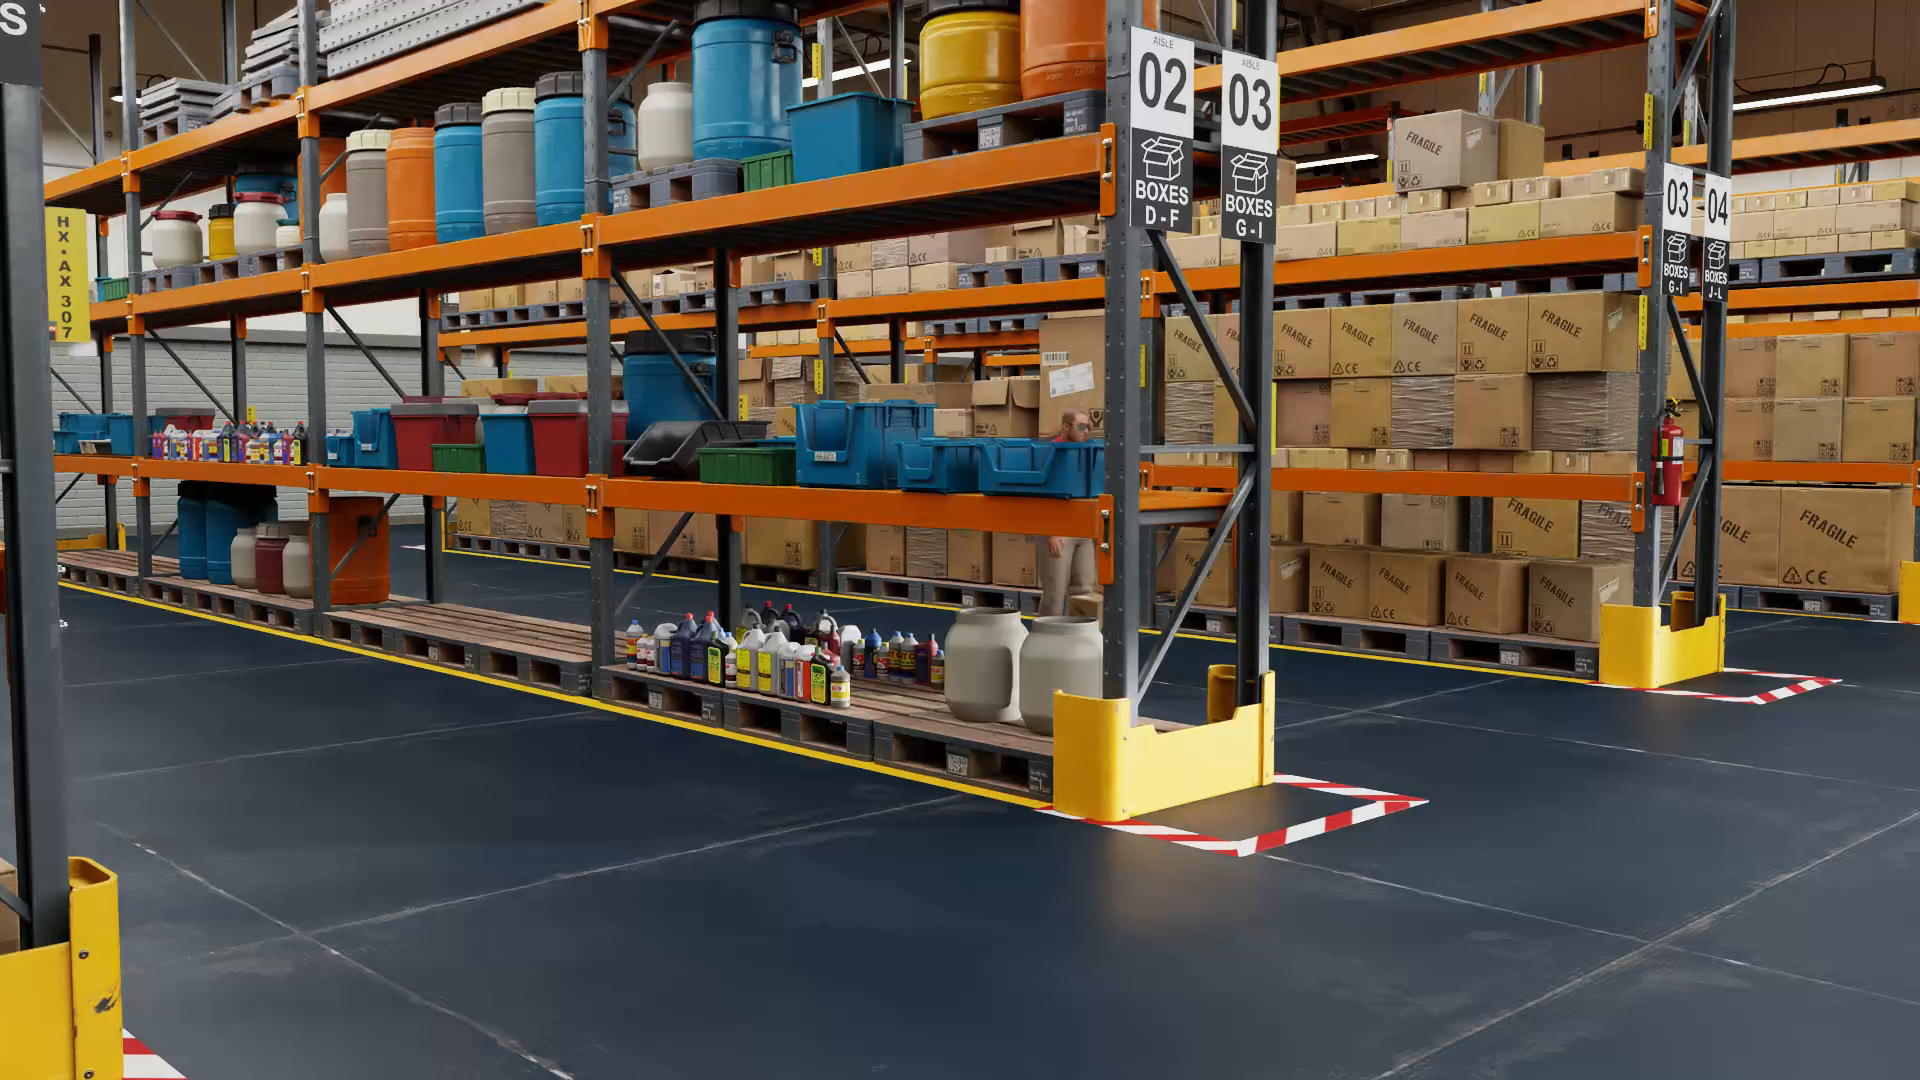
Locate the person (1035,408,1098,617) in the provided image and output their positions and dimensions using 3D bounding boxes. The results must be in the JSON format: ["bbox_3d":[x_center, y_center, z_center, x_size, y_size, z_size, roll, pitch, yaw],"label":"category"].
[{"bbox_3d":[0.731,-0.024,11.236,0.392,1.725,0.587,4,5,44],"label":"person"}]
